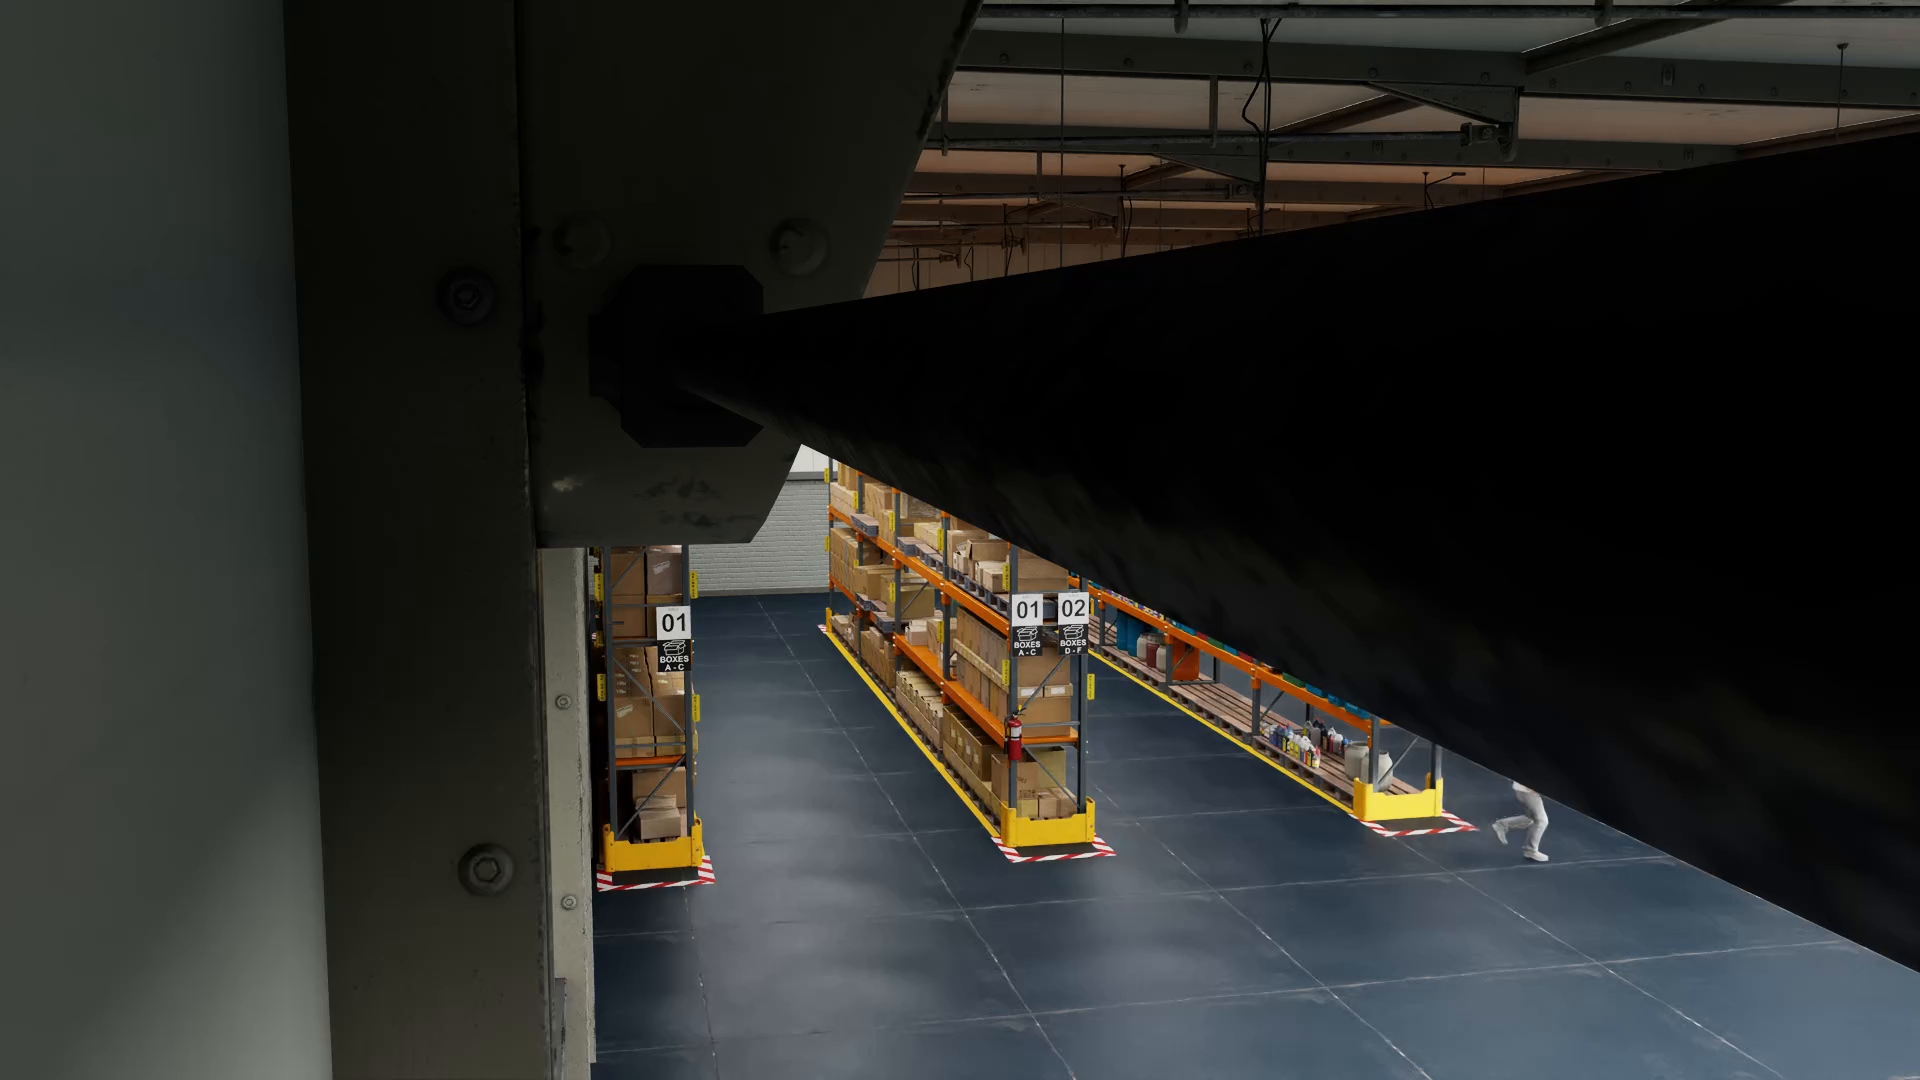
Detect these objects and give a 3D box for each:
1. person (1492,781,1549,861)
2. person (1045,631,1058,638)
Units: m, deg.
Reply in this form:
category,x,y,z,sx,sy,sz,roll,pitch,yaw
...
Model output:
category,x,y,z,sx,sy,sz,roll,pitch,yaw
person,6.929,3.051,20.490,0.683,1.742,0.690,3,7,20
person,1.607,1.827,30.654,0.649,1.740,0.601,-3,7,-24
